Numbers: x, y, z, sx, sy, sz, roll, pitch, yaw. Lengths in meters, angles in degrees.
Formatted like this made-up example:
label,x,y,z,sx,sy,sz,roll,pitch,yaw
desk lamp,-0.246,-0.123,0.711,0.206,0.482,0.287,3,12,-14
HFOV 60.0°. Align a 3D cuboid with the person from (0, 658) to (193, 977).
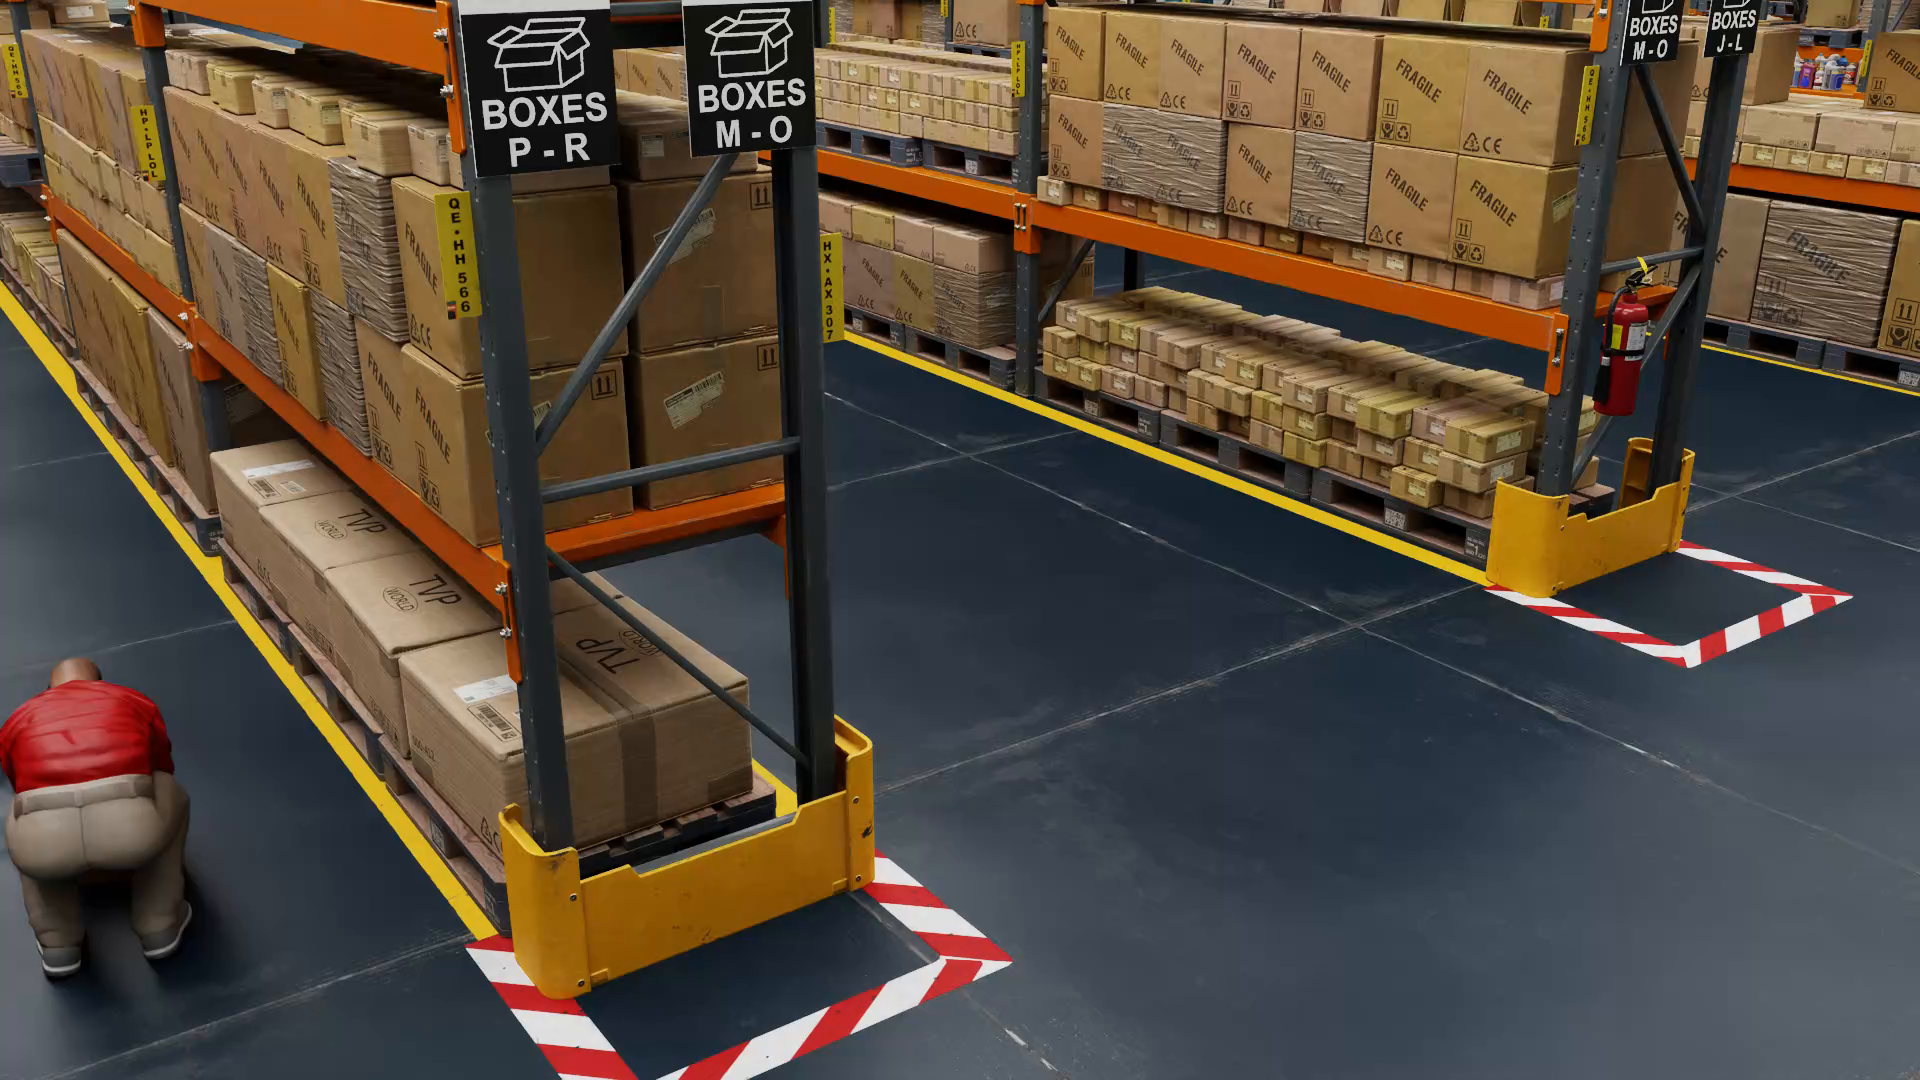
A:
label,x,y,z,sx,sy,sz,roll,pitch,yaw
person,-2.715,0.868,5.239,0.527,0.780,0.936,-8,23,-20
